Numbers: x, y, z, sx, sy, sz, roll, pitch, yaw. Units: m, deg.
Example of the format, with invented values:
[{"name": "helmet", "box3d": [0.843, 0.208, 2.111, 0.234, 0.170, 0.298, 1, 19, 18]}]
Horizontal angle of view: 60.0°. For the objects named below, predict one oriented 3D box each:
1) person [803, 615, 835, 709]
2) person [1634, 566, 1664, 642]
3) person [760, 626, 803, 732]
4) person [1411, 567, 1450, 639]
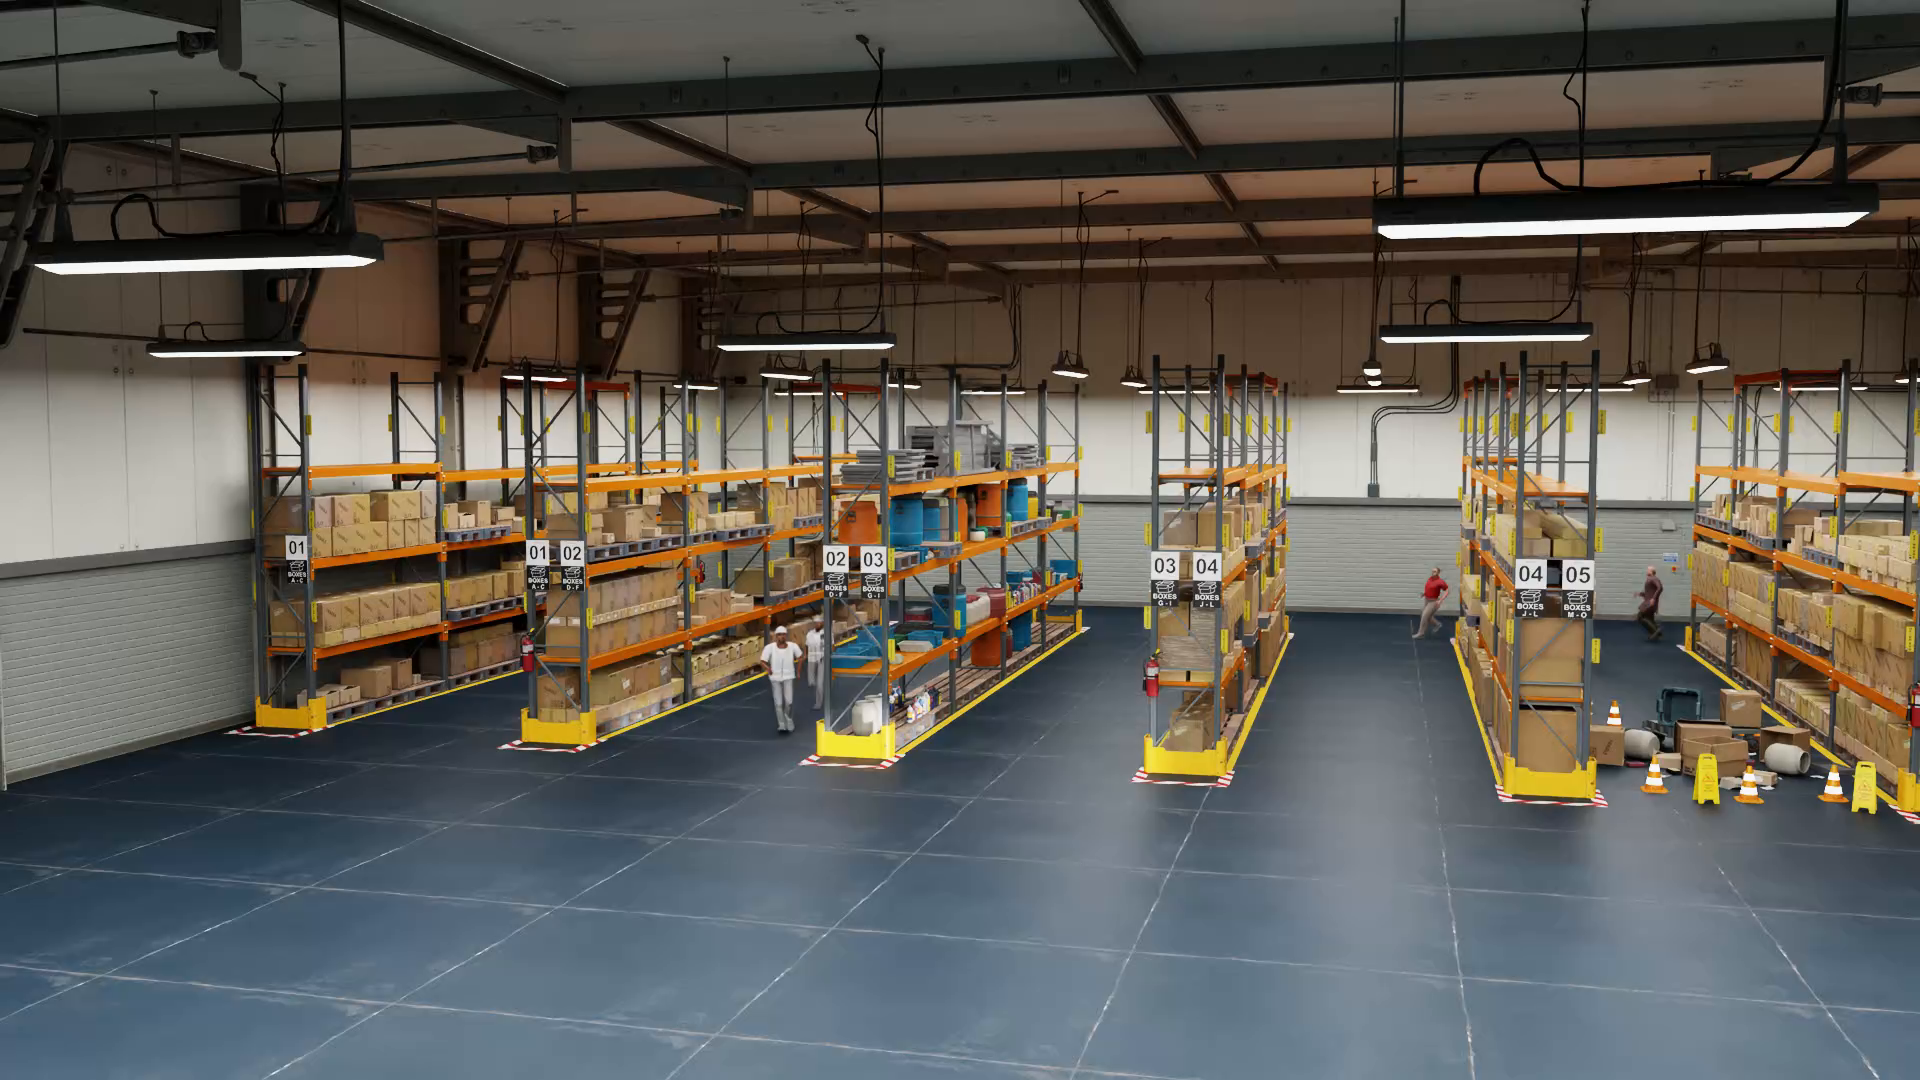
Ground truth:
[{"name": "person", "box3d": [-2.511, 2.152, 29.562, 0.583, 1.657, 0.558, 1, 4, 12]}, {"name": "person", "box3d": [15.933, 1.477, 38.466, 0.684, 1.755, 0.741, 2, 4, 23]}, {"name": "person", "box3d": [-2.897, 2.267, 27.002, 0.699, 1.739, 0.631, 0, 4, -5]}, {"name": "person", "box3d": [11.068, 1.477, 38.919, 0.911, 1.683, 0.721, -2, 4, -22]}]
